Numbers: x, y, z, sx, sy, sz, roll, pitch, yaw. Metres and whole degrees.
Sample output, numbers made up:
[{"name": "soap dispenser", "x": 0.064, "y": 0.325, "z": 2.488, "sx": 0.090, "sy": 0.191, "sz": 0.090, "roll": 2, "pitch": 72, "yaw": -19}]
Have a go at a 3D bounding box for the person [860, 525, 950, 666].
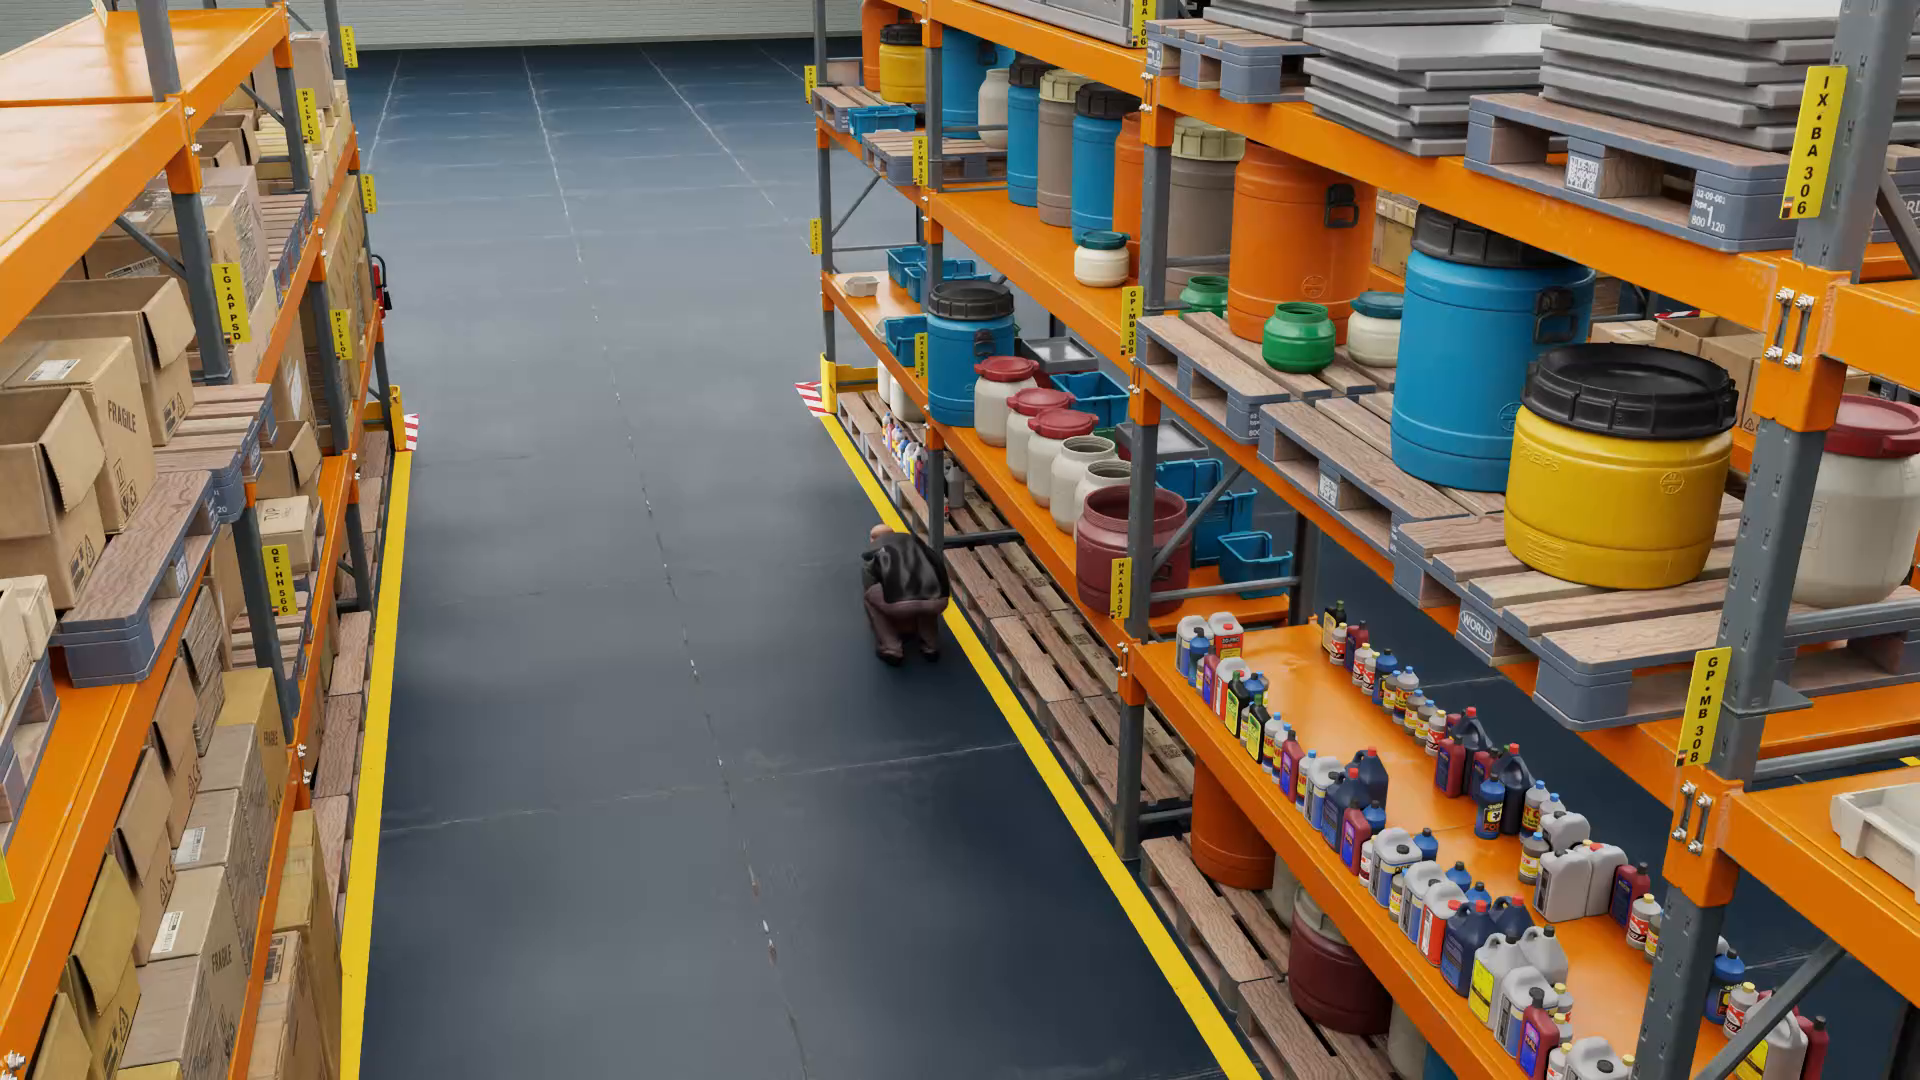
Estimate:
[{"name": "person", "x": -0.388, "y": 0.359, "z": 11.085, "sx": 0.506, "sy": 0.796, "sz": 0.943, "roll": -7, "pitch": 24, "yaw": -16}]
